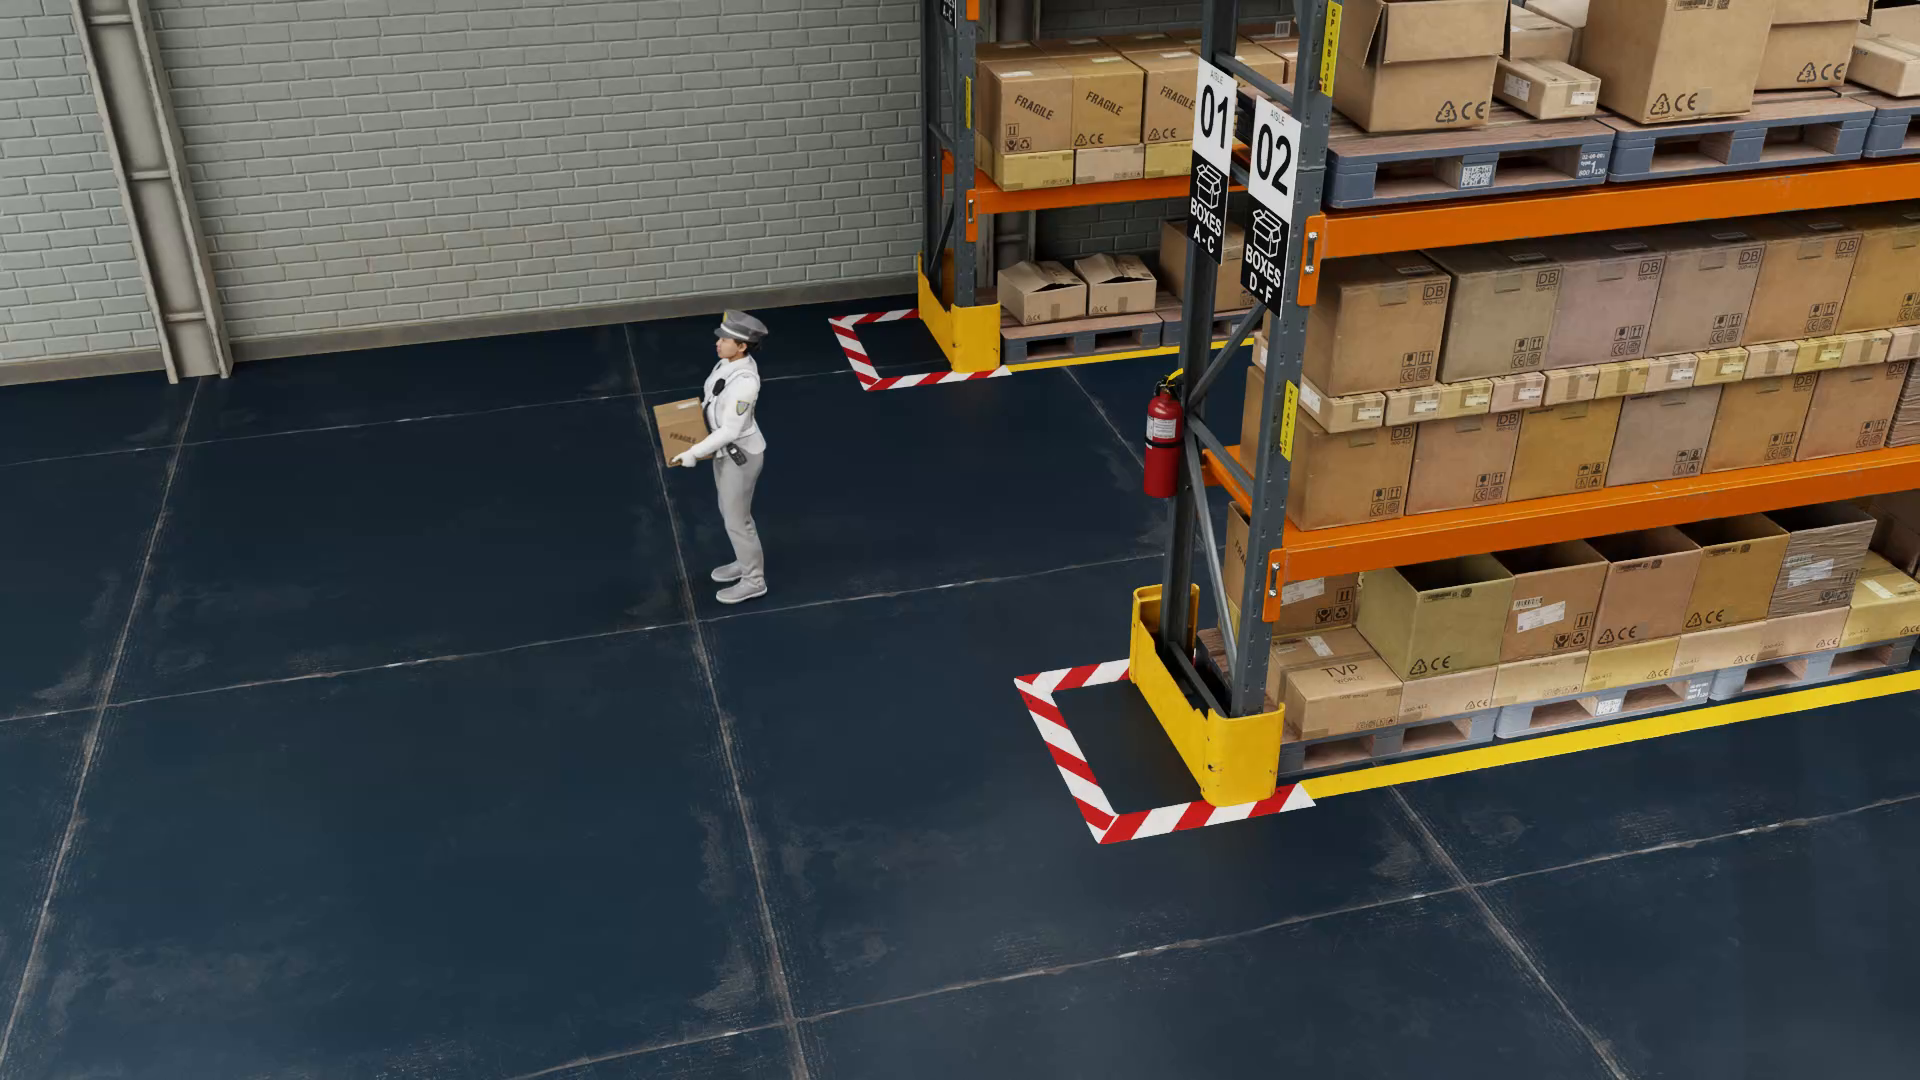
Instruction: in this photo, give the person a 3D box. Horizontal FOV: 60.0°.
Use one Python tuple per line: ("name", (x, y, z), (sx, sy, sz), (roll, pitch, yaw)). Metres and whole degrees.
("person", (-1.280, -0.456, 8.982), (0.563, 1.687, 0.461), (-8, 31, -13))
